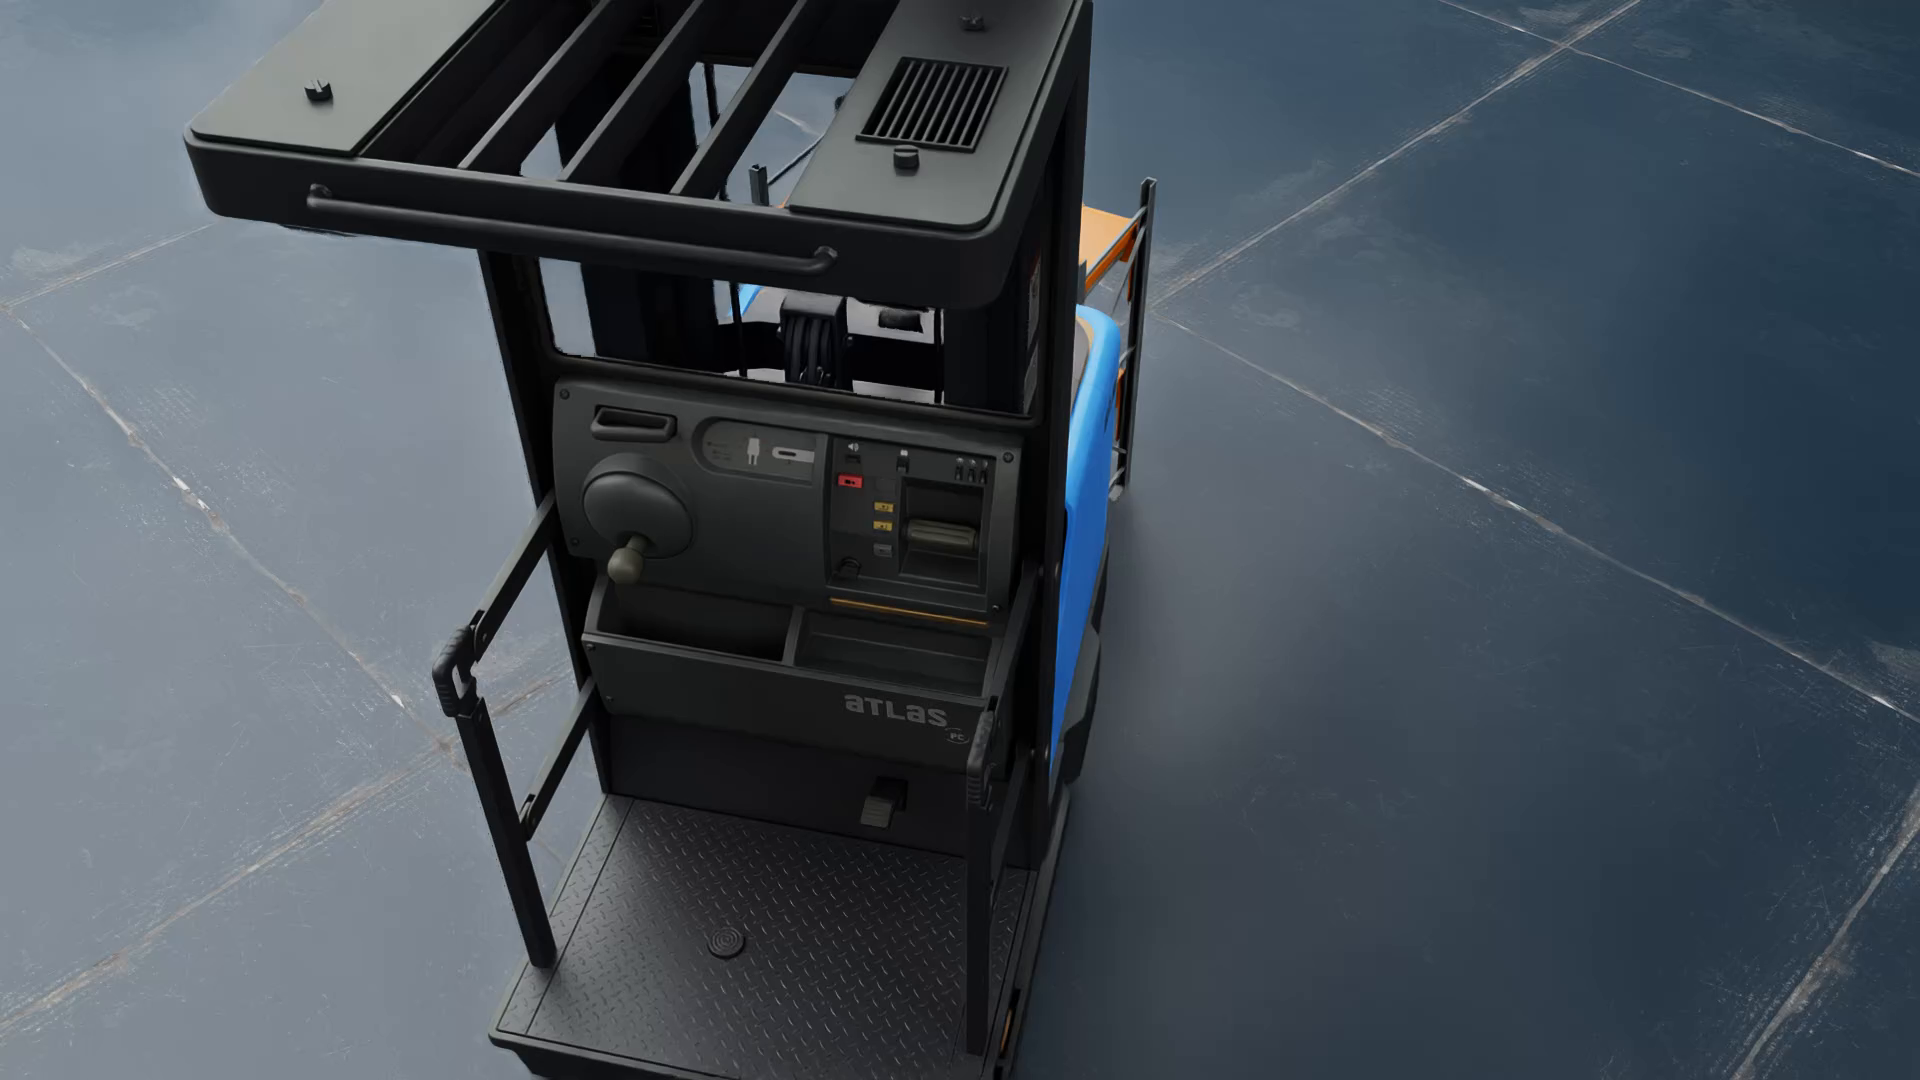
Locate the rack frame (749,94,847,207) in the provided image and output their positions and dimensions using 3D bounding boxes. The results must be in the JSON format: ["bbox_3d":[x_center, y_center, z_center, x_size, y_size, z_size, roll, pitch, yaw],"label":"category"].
[{"bbox_3d":[-0.468,-0.794,5.280,0.032,1.125,0.500,21,47,21],"label":"rack frame"}]

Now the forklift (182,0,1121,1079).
[{"bbox_3d":[-0.390,0.016,3.074,1.130,2.935,3.031,9,43,9],"label":"forklift"}]

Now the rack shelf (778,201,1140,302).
[{"bbox_3d":[-0.023,-0.842,4.901,1.000,0.278,0.538,21,47,21],"label":"rack shelf"}]

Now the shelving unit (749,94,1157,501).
[{"bbox_3d":[-0.023,-0.627,5.100,1.048,1.125,0.538,21,47,21],"label":"shelving unit"}]

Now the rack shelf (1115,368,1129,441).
[{"bbox_3d":[-0.023,-0.447,5.266,1.000,0.278,0.538,21,47,21],"label":"rack shelf"}]

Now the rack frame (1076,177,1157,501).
[{"bbox_3d":[0.423,-0.460,4.919,0.032,1.125,0.500,21,47,21],"label":"rack frame"}]
